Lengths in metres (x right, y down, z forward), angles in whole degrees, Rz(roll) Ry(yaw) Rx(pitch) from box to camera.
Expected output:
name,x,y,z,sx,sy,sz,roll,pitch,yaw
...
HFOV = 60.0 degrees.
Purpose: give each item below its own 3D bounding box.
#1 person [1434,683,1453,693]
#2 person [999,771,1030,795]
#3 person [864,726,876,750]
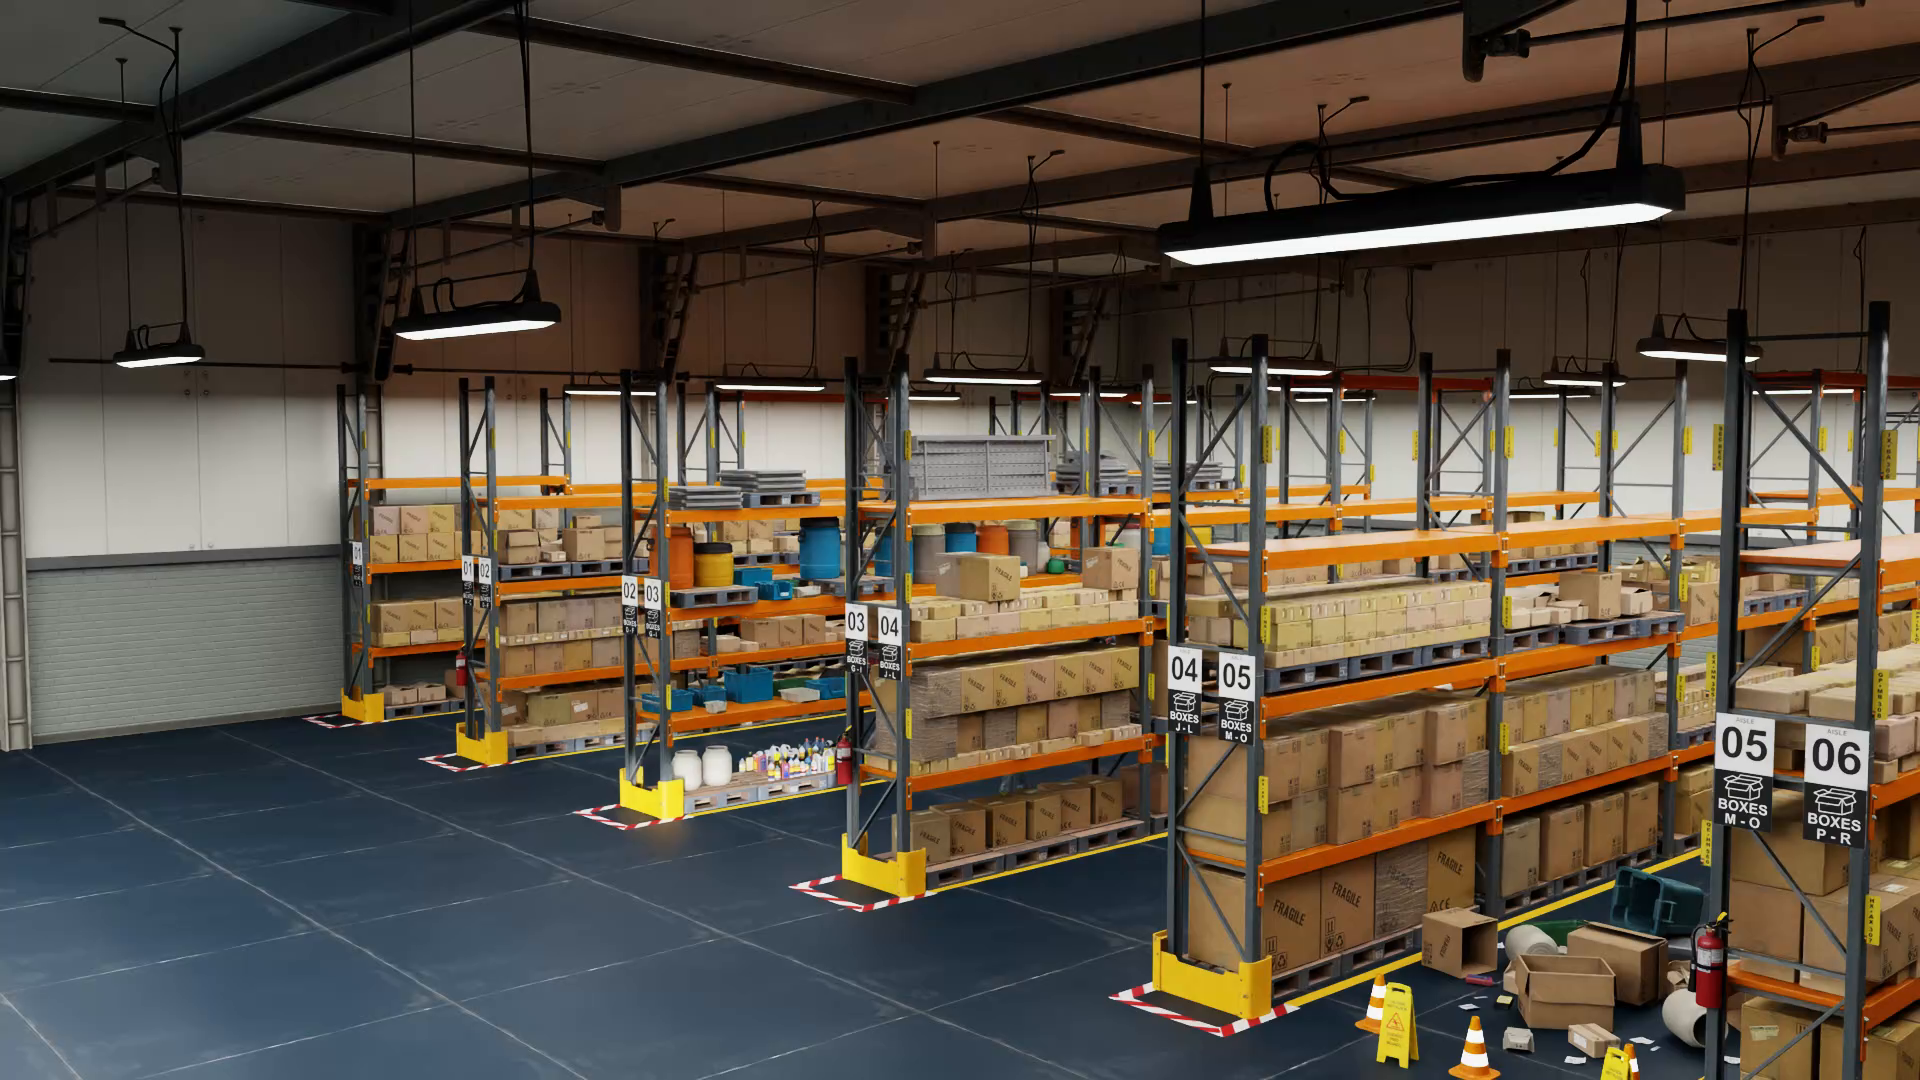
name,x,y,z,sx,sy,sz,roll,pitch,yaw
person,6.884,2.791,23.297,0.796,1.698,0.592,-2,4,-29
person,0.686,2.745,23.422,0.668,1.762,0.654,-1,4,-15
person,-1.217,2.563,26.913,0.929,1.637,0.483,-1,4,-14
